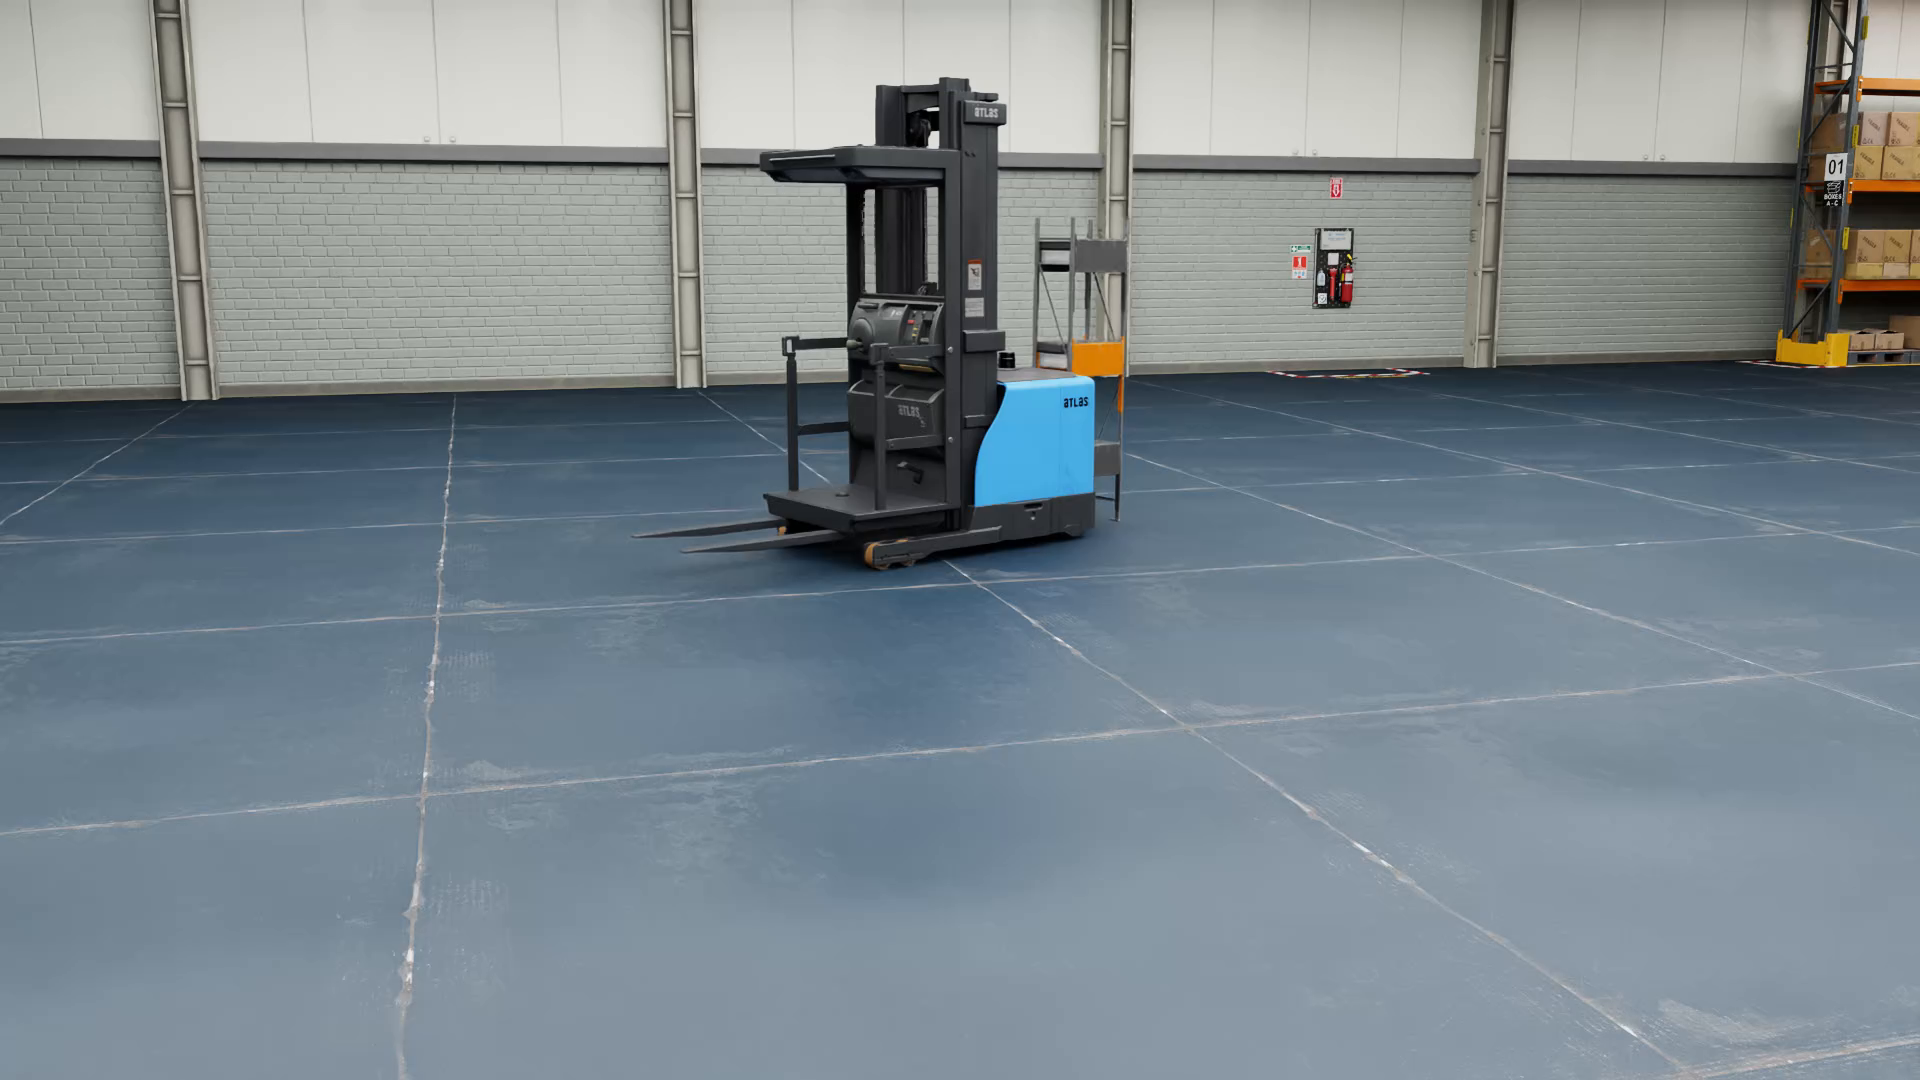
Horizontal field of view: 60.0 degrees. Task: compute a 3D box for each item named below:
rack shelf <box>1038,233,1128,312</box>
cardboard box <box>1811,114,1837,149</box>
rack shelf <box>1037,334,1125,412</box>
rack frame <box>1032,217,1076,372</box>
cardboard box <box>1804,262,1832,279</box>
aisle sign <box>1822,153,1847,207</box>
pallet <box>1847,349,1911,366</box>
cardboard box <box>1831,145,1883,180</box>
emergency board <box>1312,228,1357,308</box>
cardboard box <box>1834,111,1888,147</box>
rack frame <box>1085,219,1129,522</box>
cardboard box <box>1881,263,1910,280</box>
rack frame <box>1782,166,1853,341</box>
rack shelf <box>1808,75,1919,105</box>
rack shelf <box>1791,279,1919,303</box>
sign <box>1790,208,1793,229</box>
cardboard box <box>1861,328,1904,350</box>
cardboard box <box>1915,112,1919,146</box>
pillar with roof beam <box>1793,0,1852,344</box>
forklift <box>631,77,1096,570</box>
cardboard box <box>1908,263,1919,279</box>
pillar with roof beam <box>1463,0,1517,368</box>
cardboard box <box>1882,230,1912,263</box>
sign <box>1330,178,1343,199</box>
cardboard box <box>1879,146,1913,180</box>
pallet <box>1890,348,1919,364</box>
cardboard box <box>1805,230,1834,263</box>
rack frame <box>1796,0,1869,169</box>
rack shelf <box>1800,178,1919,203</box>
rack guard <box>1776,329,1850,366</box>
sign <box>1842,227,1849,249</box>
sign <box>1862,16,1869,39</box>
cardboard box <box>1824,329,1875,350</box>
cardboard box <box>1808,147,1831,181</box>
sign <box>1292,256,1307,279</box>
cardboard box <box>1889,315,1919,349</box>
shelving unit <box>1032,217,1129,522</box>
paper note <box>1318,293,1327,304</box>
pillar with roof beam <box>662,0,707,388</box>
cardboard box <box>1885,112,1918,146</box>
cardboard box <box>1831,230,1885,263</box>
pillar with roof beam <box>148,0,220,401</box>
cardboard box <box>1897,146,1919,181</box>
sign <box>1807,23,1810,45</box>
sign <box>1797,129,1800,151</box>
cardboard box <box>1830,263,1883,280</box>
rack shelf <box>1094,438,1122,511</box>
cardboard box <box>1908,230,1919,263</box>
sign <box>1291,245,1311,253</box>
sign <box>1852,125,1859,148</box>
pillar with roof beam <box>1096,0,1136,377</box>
[{"bbox_3d":[0.832,-1.846,11.459,0.480,0.518,0.431,-7,12,-37],"label":"rack shelf"},{"bbox_3d":[13.609,-6.333,25.785,0.500,0.500,0.500,-3,11,-13],"label":"cardboard box"},{"bbox_3d":[0.822,-1.156,11.579,0.480,0.518,0.431,-7,12,-37],"label":"rack shelf"},{"bbox_3d":[0.630,-1.147,11.428,0.015,2.100,0.400,-7,12,-37],"label":"rack frame"},{"bbox_3d":[13.662,-4.233,26.116,0.500,0.250,0.500,-3,11,-15],"label":"cardboard box"},{"bbox_3d":[13.283,-5.463,25.254,0.004,0.787,0.394,-3,11,-16],"label":"aisle sign"},{"bbox_3d":[14.131,-2.907,26.256,1.213,0.211,1.003,-3,11,-16],"label":"pallet"},{"bbox_3d":[13.659,-5.748,25.366,0.500,0.500,0.500,-3,11,-14],"label":"cardboard box"},{"bbox_3d":[5.554,-4.004,24.509,0.643,1.169,0.194,-3,11,-16],"label":"emergency board"},{"bbox_3d":[13.706,-6.243,25.296,0.500,0.500,0.500,-4,11,-20],"label":"cardboard box"},{"bbox_3d":[1.015,-1.193,11.725,0.015,2.100,0.400,-7,12,-37],"label":"rack frame"},{"bbox_3d":[14.320,-4.174,25.795,0.500,0.250,0.500,-3,11,-18],"label":"cardboard box"},{"bbox_3d":[13.268,-4.240,25.792,0.127,3.000,1.000,-3,11,-16],"label":"rack frame"},{"bbox_3d":[15.188,-6.936,25.865,4.000,0.370,1.077,-3,11,-16],"label":"rack shelf"},{"bbox_3d":[15.188,-3.987,26.407,4.000,0.370,1.077,-3,11,-16],"label":"rack shelf"},{"bbox_3d":[13.132,-5.062,26.189,0.005,0.325,0.100,-3,11,-16],"label":"sign"},{"bbox_3d":[14.505,-3.182,26.258,0.500,0.311,0.500,-2,11,-11],"label":"cardboard box"},{"bbox_3d":[14.690,-6.288,25.538,0.500,0.500,0.500,-3,11,-14],"label":"cardboard box"},{"bbox_3d":[14.901,-6.628,22.193,0.400,9.000,9.100,-3,11,-16],"label":"pillar with roof beam"},{"bbox_3d":[-0.571,-1.369,10.386,3.031,2.935,1.130,-8,13,-37],"label":"forklift"},{"bbox_3d":[14.810,-4.199,25.929,0.500,0.250,0.500,-3,11,-17],"label":"cardboard box"},{"bbox_3d":[9.141,-6.324,20.544,0.400,9.000,9.100,-3,11,-16],"label":"pillar with roof beam"},{"bbox_3d":[14.287,-4.540,25.710,0.500,0.500,0.500,-3,11,-16],"label":"cardboard box"},{"bbox_3d":[5.518,-5.161,24.391,0.199,0.298,0.001,-3,11,-16],"label":"sign"},{"bbox_3d":[14.184,-5.769,25.480,0.500,0.500,0.500,-2,11,-12],"label":"cardboard box"},{"bbox_3d":[15.300,-2.968,26.588,1.213,0.211,1.003,-3,11,-16],"label":"pallet"},{"bbox_3d":[13.661,-4.606,26.067,0.500,0.500,0.500,-3,11,-17],"label":"cardboard box"},{"bbox_3d":[13.268,-7.190,25.249,0.127,3.000,1.000,-3,11,-16],"label":"rack frame"},{"bbox_3d":[15.188,-5.462,26.136,4.000,0.370,1.077,-3,11,-16],"label":"rack shelf"},{"bbox_3d":[13.341,-3.014,26.040,0.348,0.500,1.175,-3,11,-16],"label":"rack guard"},{"bbox_3d":[13.420,-4.571,25.202,0.005,0.325,0.100,-3,11,-16],"label":"sign"},{"bbox_3d":[13.419,-7.594,24.645,0.005,0.325,0.100,-3,11,-16],"label":"sign"},{"bbox_3d":[13.957,-3.153,26.101,0.500,0.311,0.500,-4,11,-22],"label":"cardboard box"},{"bbox_3d":[13.598,-5.839,25.864,0.500,0.500,0.500,-2,11,-12],"label":"cardboard box"},{"bbox_3d":[4.994,-4.011,24.451,0.234,0.329,0.001,-3,11,-16],"label":"sign"},{"bbox_3d":[15.223,-3.304,26.395,0.500,0.500,0.700,-4,11,-20],"label":"cardboard box"},{"bbox_3d":[0.823,-1.170,11.576,0.503,2.100,0.431,-7,12,-37],"label":"shelving unit"},{"bbox_3d":[5.365,-3.573,24.605,0.142,0.148,0.016,-3,11,-16],"label":"paper note"},{"bbox_3d":[-2.381,-5.717,17.246,0.400,9.000,9.100,-3,11,-16],"label":"pillar with roof beam"},{"bbox_3d":[14.201,-6.260,25.386,0.500,0.500,0.500,-3,11,-17],"label":"cardboard box"},{"bbox_3d":[13.810,-4.517,25.584,0.500,0.500,0.500,-3,11,-16],"label":"cardboard box"},{"bbox_3d":[-8.142,-5.413,15.596,0.400,9.000,9.100,-3,11,-16],"label":"pillar with roof beam"},{"bbox_3d":[14.682,-5.796,25.626,0.500,0.500,0.500,-2,11,-13],"label":"cardboard box"},{"bbox_3d":[13.132,-7.825,25.680,0.005,0.325,0.100,-3,11,-16],"label":"sign"},{"bbox_3d":[13.132,-6.248,25.970,0.005,0.325,0.100,-3,11,-16],"label":"sign"},{"bbox_3d":[13.825,-4.145,25.639,0.500,0.250,0.500,-3,11,-18],"label":"cardboard box"},{"bbox_3d":[0.813,-0.467,11.698,0.480,0.518,0.431,-7,12,-37],"label":"rack shelf"},{"bbox_3d":[14.785,-4.565,25.846,0.500,0.500,0.500,-3,11,-18],"label":"cardboard box"},{"bbox_3d":[5.001,-4.270,24.396,0.331,0.109,0.001,-3,11,-16],"label":"sign"},{"bbox_3d":[13.420,-6.051,24.929,0.005,0.325,0.100,-3,11,-16],"label":"sign"},{"bbox_3d":[3.380,-6.020,18.895,0.400,9.000,9.100,-3,11,-16],"label":"pillar with roof beam"}]
